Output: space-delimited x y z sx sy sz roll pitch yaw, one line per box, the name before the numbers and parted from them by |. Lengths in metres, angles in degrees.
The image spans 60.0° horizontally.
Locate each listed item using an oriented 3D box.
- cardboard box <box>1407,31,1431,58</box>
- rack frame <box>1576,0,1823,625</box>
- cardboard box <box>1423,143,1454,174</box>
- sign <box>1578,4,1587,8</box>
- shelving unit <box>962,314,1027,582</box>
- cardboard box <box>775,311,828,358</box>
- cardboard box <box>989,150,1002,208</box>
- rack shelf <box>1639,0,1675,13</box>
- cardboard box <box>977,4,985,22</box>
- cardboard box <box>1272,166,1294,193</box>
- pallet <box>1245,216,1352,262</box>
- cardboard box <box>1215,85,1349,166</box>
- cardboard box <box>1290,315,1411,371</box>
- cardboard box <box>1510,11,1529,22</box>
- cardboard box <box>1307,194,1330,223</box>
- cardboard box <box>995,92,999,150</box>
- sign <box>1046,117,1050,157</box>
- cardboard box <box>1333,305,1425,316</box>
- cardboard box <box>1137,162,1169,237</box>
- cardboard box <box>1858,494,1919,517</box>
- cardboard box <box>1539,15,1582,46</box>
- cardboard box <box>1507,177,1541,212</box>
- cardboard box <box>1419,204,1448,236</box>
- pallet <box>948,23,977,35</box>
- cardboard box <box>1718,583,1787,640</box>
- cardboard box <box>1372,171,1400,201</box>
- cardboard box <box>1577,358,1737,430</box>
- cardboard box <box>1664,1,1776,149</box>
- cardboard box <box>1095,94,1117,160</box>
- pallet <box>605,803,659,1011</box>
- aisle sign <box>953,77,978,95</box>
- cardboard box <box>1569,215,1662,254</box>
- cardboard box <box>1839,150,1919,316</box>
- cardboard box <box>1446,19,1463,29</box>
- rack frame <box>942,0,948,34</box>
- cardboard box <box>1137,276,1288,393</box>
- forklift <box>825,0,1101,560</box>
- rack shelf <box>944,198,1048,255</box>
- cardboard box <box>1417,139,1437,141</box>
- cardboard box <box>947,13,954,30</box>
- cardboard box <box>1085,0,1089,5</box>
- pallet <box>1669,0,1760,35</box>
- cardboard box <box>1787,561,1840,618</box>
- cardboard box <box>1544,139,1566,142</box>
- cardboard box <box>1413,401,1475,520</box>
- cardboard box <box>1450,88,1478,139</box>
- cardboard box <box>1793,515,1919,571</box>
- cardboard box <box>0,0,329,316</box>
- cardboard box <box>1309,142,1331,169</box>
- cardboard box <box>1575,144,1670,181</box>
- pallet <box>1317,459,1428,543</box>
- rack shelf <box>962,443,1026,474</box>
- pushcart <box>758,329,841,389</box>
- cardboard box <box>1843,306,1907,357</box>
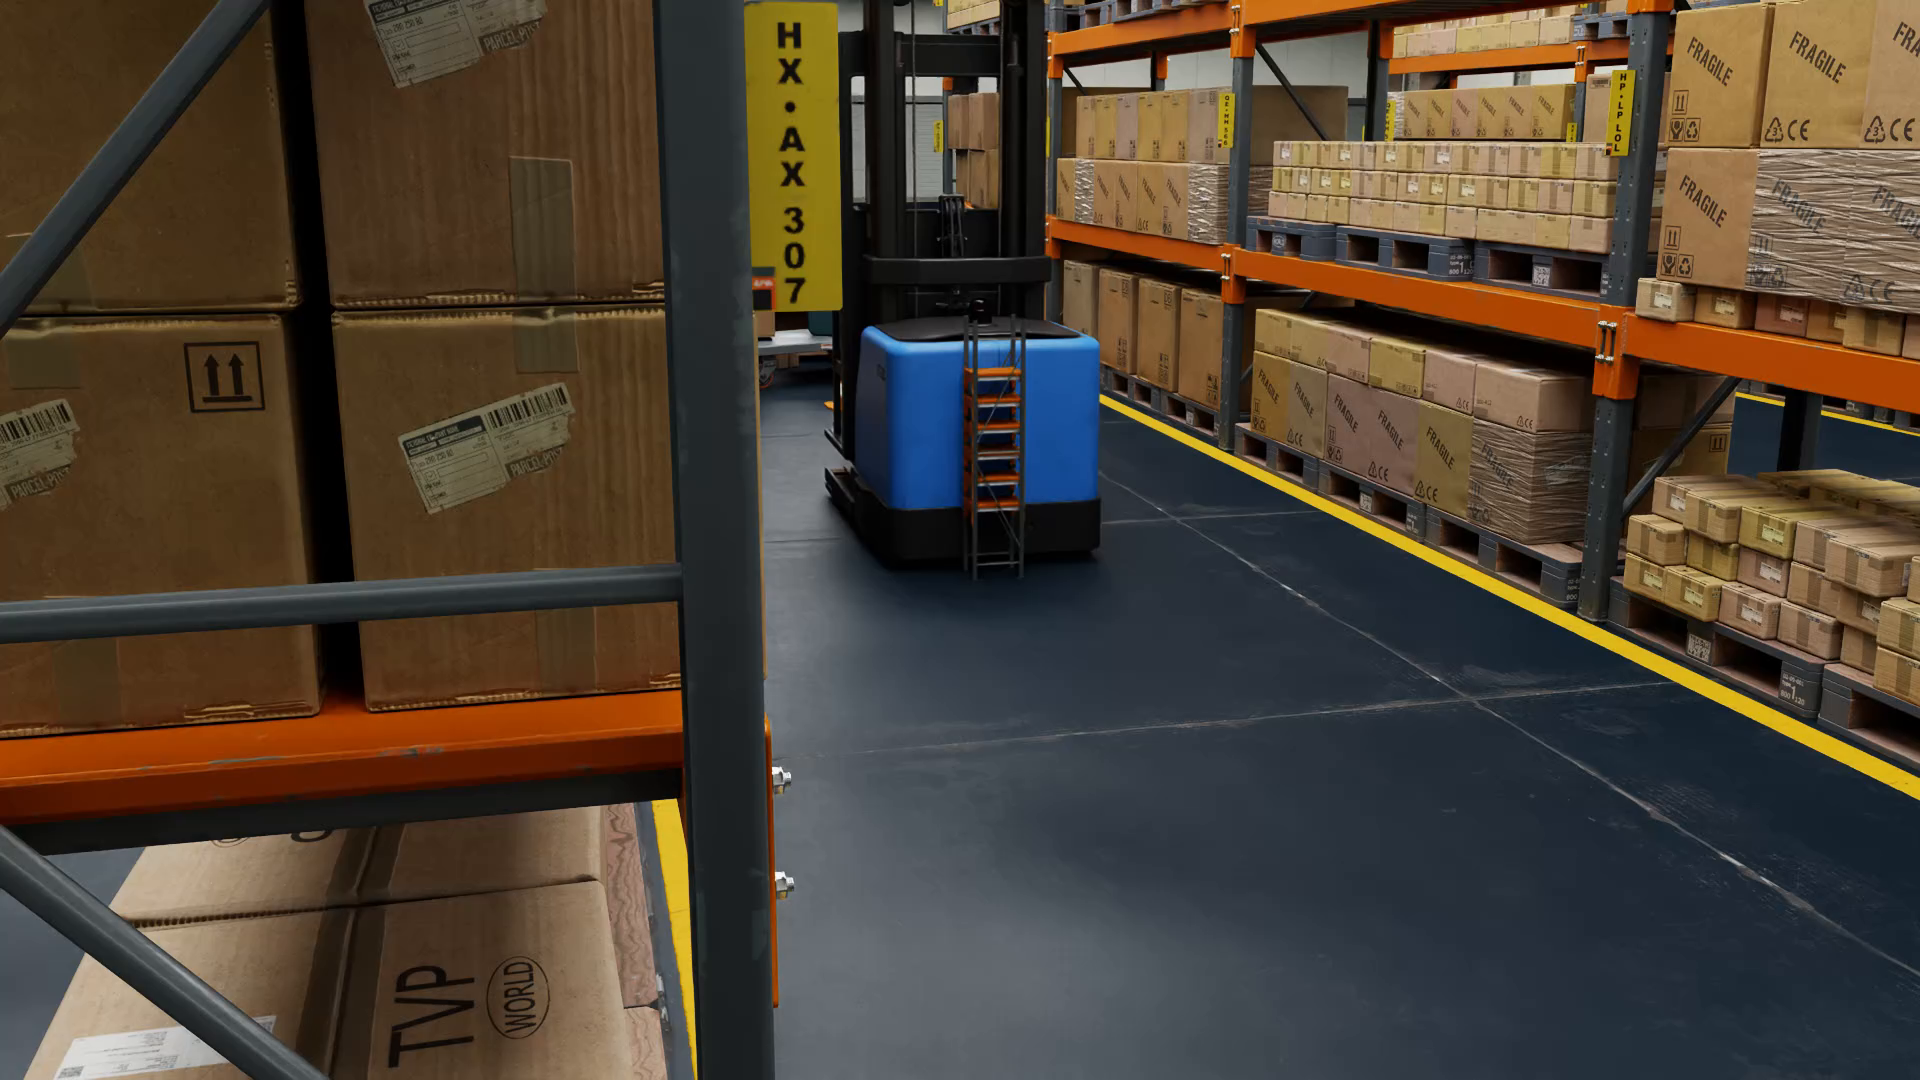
cardboard box | 5.144 -5.306 17.820 0.500 0.250 0.500 -4 14 -14
rack frame | 3.128 -1.144 6.790 1.000 3.000 0.127 -3 14 -13
cardboard box | 2.539 -1.898 8.265 0.380 0.149 0.250 -4 14 -16
sign | 5.569 -4.919 14.832 0.100 0.325 0.005 -3 14 -13
shelving unit | 0.156 -0.417 7.607 0.258 1.200 0.189 -3 14 -12
cardboard box | -1.377 -1.987 15.214 0.797 0.637 0.503 -3 14 -13
cardboard box | 0.765 -3.520 16.201 0.875 0.550 0.500 -3 14 -13
rack shelf | 3.598 -1.790 4.631 1.077 0.370 4.000 -3 14 -13
cardboard box | 0.375 -5.112 16.145 0.380 0.149 0.250 -3 14 -14
cardboard box | 2.107 -2.171 10.010 0.380 0.149 0.250 -3 14 -11
pallet | 2.460 -1.815 9.941 1.213 0.211 1.003 -3 14 -13
cardboard box | 2.093 -2.705 10.863 0.700 0.500 0.500 -3 14 -13
cardboard box | 2.234 -1.131 9.540 0.500 0.250 0.500 -3 14 -14
cardboard box | 5.530 -5.062 15.981 0.380 0.149 0.250 -4 14 -15
cardboard box | 2.224 -1.910 9.571 0.380 0.149 0.250 -3 14 -10
cardboard box | 0.828 -4.049 16.087 0.875 0.550 0.500 -3 14 -13
sign | 0.710 -3.417 14.104 0.100 0.325 0.005 -3 14 -13
cardboard box | 2.604 -1.278 10.139 0.500 0.250 0.500 -4 14 -15
cardboard box | 1.589 -2.435 11.863 0.500 0.500 0.500 -4 14 -14
cardboard box | 3.629 -0.071 6.266 0.380 0.149 0.250 -3 14 -14
cardboard box | 5.733 -4.718 15.413 0.500 0.250 0.500 -3 14 -11
cardboard box | 2.724 -1.570 7.549 0.380 0.149 0.250 -3 14 -11
cardboard box | 2.533 -1.607 8.329 0.380 0.149 0.250 -3 14 -11
pallet | 0.494 -5.156 17.078 1.003 0.211 1.213 -3 14 -13
cardboard box | 3.073 0.254 6.187 0.380 0.149 0.250 -3 14 -13
cardboard box | 2.411 -1.874 8.794 0.380 0.149 0.250 -3 14 -14
cardboard box | 3.211 -0.683 7.706 0.500 0.250 0.500 -4 14 -16
cardboard box | 2.997 -1.705 6.143 0.500 0.500 0.500 -3 14 -12
cardboard box | 1.494 -3.291 13.261 0.700 0.500 0.500 -4 14 -14
pallet | -1.267 0.971 4.006 1.003 0.211 1.213 -3 14 -13
aisle sign | 0.002 -5.175 17.811 0.394 0.787 0.004 -3 14 -13
cardboard box | 2.842 -1.307 7.100 0.380 0.149 0.250 -4 14 -14
cardboard box | 3.206 -0.977 5.268 0.500 0.500 0.500 -4 14 -14
cardboard box | 5.267 -5.365 17.223 0.380 0.149 0.250 -4 14 -16
rack frame | 0.310 -6.827 17.409 1.000 3.000 0.127 -3 14 -13
cardboard box | 1.924 -1.525 12.205 1.050 0.750 0.750 -3 14 -12
forklift | -0.146 -1.634 8.941 1.130 2.935 3.031 -3 14 -12
rack shelf | 0.779 -3.102 16.318 1.077 0.370 4.000 -3 14 -13
cardboard box | 5.491 -4.122 18.140 0.875 0.500 0.500 -3 14 -13
cardboard box | 0.079 -5.403 17.336 0.380 0.149 0.250 -3 14 -13
cardboard box | 1.316 -4.855 15.094 0.380 0.149 0.250 -4 14 -14
pallet | 6.382 -4.221 13.461 1.213 0.211 1.003 -3 14 -13
cardboard box | 3.202 0.164 5.932 0.380 0.149 0.250 -4 14 -16
cardboard box | 6.049 -3.543 15.772 0.875 0.500 0.500 -3 14 -13
cardboard box | 2.589 -0.409 8.163 0.500 0.500 0.500 -4 14 -15
cardboard box | 5.372 -4.356 16.994 0.500 0.500 0.500 -3 14 -13
cardboard box | 3.205 0.020 5.893 0.380 0.149 0.250 -4 14 -15
cardboard box | -1.065 -0.554 2.059 0.500 0.500 0.500 -3 14 -11
cardboard box | 2.228 -2.202 9.510 0.380 0.149 0.250 -3 14 -13
cardboard box | 2.844 -1.597 7.034 0.380 0.149 0.250 -3 14 -11
pallet | 2.654 -0.251 9.010 1.003 0.211 1.213 -3 14 -13
rack shelf | 0.156 -0.374 7.618 0.258 0.103 0.180 -3 14 -12
pushcart | -1.334 -1.555 13.998 1.648 0.377 0.936 -9 16 -33
cardboard box | 3.177 -0.700 5.500 0.380 0.149 0.250 -3 14 -12
